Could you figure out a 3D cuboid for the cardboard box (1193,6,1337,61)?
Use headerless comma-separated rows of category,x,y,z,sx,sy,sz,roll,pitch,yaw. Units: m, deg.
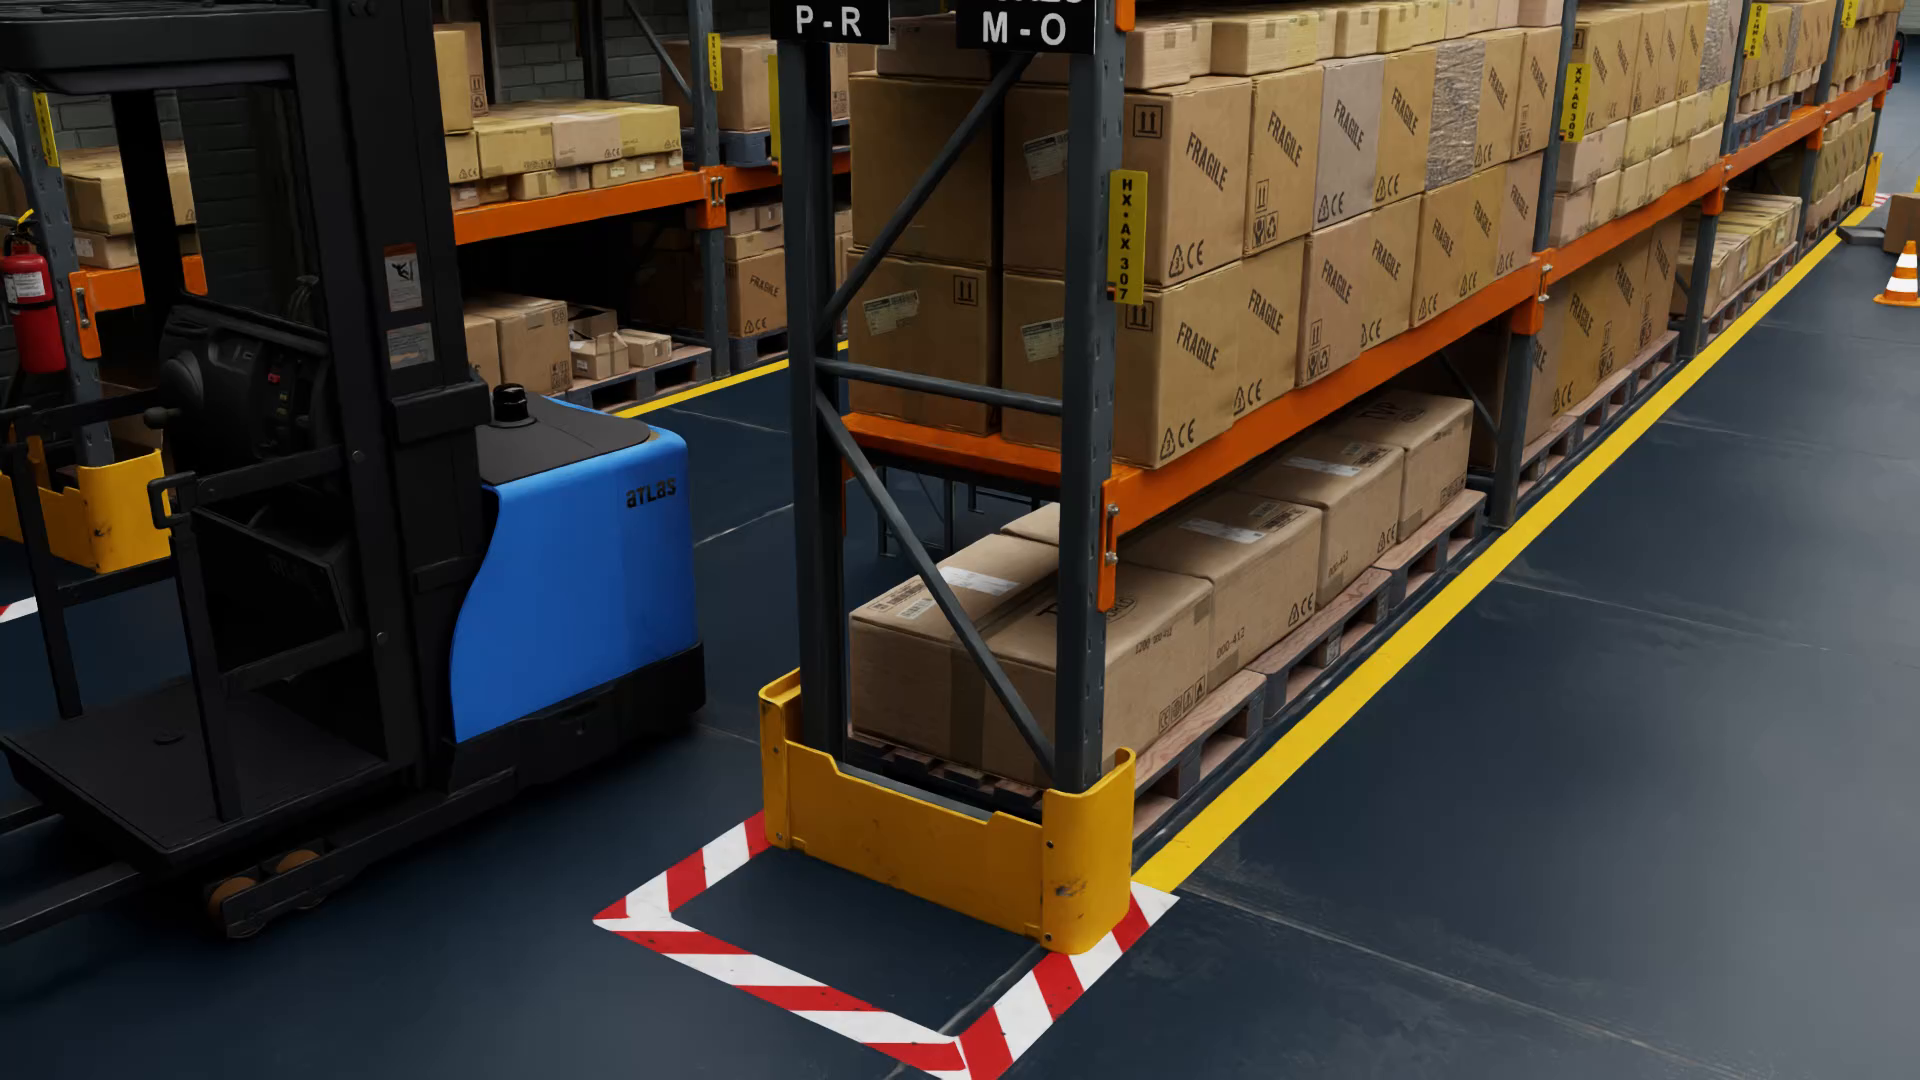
cardboard box,0.949,-1.584,5.204,0.380,0.149,0.250,14,24,32

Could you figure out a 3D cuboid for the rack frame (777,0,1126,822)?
rack frame,-0.046,-0.410,4.551,1.000,3.000,0.127,13,24,32

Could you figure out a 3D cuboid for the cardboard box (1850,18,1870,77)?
cardboard box,7.734,-4.402,14.769,0.500,0.500,0.500,13,24,31

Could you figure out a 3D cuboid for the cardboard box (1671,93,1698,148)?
cardboard box,3.833,-2.383,9.378,0.500,0.250,0.500,13,24,30

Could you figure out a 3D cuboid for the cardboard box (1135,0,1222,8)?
cardboard box,0.662,-1.749,5.650,0.380,0.149,0.250,14,24,33

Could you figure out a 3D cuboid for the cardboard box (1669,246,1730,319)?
cardboard box,4.777,-1.830,11.572,0.950,0.372,0.625,11,23,28

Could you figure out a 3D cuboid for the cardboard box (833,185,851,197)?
cardboard box,-0.889,-2.531,12.347,0.380,0.149,0.250,13,24,32

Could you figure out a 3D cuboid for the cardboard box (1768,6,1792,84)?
cardboard box,5.476,-3.478,11.665,0.500,0.500,0.500,14,24,33

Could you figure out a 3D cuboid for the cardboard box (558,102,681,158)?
cardboard box,-1.989,-2.401,9.718,0.500,0.250,0.500,14,24,33

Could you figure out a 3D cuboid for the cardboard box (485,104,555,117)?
cardboard box,-2.682,-2.360,9.608,0.500,0.250,0.500,13,24,31

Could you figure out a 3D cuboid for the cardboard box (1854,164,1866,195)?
cardboard box,8.703,-3.617,16.578,0.500,0.250,0.500,13,24,32

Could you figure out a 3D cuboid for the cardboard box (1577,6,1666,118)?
cardboard box,3.235,-2.439,8.449,0.500,0.500,0.500,13,24,31

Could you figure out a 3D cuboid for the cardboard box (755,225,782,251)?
cardboard box,-1.391,-1.999,10.909,0.380,0.149,0.250,13,24,30

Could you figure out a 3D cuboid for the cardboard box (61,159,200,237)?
cardboard box,-3.675,-1.524,7.349,0.500,0.250,0.500,13,24,32

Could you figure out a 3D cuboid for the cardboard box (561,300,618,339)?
cardboard box,-2.471,-1.317,10.273,0.500,0.311,0.500,14,25,34

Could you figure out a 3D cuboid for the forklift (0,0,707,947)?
forklift,-2.243,-0.443,4.738,1.130,2.935,3.031,16,26,37

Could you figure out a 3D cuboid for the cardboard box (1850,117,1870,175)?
cardboard box,8.423,-3.829,16.070,0.500,0.500,0.500,14,25,34

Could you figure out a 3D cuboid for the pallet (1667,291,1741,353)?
pallet,4.892,-1.622,11.845,1.003,0.211,1.213,13,24,32

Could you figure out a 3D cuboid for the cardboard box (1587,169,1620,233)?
cardboard box,2.958,-1.711,8.284,0.500,0.250,0.500,13,24,31

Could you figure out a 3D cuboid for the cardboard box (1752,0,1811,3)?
cardboard box,6.116,-4.081,12.361,0.380,0.149,0.250,12,24,30

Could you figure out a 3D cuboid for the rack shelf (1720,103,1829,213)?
rack shelf,5.576,-2.942,12.432,1.077,0.370,4.000,13,24,32

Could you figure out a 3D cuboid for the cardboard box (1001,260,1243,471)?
cardboard box,0.462,-0.539,4.754,0.500,0.500,0.500,13,24,31

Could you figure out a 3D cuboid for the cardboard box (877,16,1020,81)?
cardboard box,-0.010,-1.373,4.631,0.380,0.149,0.250,14,24,33

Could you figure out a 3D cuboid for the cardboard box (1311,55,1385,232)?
cardboard box,1.027,-1.307,5.390,0.500,0.500,0.500,13,24,31

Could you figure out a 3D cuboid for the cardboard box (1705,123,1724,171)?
cardboard box,4.382,-2.440,10.253,0.500,0.250,0.500,12,24,30

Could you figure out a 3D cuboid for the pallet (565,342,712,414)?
pallet,-2.291,-1.020,10.219,1.003,0.211,1.213,13,24,32

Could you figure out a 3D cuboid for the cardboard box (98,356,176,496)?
cardboard box,-3.731,-0.561,7.950,0.797,0.503,0.637,12,24,30

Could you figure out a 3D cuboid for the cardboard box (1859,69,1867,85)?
cardboard box,8.254,-4.354,15.573,0.380,0.149,0.250,13,24,31

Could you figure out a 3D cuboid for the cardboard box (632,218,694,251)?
cardboard box,-1.936,-2.016,10.953,0.380,0.149,0.250,12,24,30

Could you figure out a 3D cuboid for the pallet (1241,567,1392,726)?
pallet,1.026,0.304,6.638,1.003,0.211,1.213,13,24,32

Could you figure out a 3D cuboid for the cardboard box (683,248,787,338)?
cardboard box,-1.446,-1.645,10.885,0.500,0.500,0.500,15,25,34

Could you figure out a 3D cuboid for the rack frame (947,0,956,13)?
rack frame,0.344,-3.673,13.370,1.000,3.000,0.127,13,24,32

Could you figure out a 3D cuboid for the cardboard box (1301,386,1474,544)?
cardboard box,1.761,-0.394,7.595,0.875,0.438,0.875,13,24,31

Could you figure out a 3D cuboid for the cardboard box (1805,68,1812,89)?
cardboard box,6.361,-3.578,12.871,0.380,0.149,0.250,13,24,31

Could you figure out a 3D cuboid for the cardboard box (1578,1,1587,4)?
cardboard box,3.111,-2.694,9.139,0.500,0.500,0.500,14,24,33

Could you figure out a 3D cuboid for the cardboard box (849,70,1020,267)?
cardboard box,0.028,-1.111,4.859,0.500,0.500,0.500,14,25,34

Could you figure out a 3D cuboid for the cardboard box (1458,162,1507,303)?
cardboard box,1.869,-1.273,6.740,0.500,0.500,0.500,13,24,31

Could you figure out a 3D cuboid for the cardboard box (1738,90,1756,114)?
cardboard box,5.167,-2.986,11.271,0.380,0.149,0.250,12,23,28

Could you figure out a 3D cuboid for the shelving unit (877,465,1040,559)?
shelving unit,0.004,-0.705,7.510,0.431,1.500,0.755,13,24,32

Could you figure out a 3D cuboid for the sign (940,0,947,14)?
sign,-0.117,-4.323,13.460,0.100,0.325,0.005,13,24,32

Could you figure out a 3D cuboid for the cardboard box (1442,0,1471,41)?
cardboard box,1.668,-1.949,6.189,0.380,0.149,0.250,13,24,31

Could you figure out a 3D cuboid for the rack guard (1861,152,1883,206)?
rack guard,8.906,-3.807,17.336,1.175,0.500,0.348,13,24,32

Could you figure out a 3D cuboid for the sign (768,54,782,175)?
sign,-0.487,-1.174,4.606,0.100,0.325,0.005,13,24,32

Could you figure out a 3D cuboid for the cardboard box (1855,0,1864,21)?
cardboard box,7.127,-4.593,13.843,0.700,0.500,0.500,13,24,31

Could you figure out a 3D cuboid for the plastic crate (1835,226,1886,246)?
plastic crate,8.261,-2.775,15.151,0.402,0.080,0.583,5,21,13

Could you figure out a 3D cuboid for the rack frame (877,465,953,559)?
rack frame,-0.202,-0.600,7.226,0.400,1.500,0.023,13,24,32

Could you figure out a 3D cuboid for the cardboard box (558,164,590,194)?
cardboard box,-2.299,-2.038,9.314,0.380,0.149,0.250,14,24,33

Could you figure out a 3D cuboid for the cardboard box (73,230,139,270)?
cardboard box,-3.741,-1.300,7.319,0.380,0.149,0.250,13,24,31

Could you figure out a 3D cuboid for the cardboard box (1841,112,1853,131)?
cardboard box,7.811,-3.783,15.011,0.380,0.149,0.250,15,25,35

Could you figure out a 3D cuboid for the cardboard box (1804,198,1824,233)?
cardboard box,7.255,-2.877,14.578,0.500,0.250,0.500,12,23,29

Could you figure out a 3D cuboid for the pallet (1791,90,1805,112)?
pallet,6.150,-3.573,13.376,1.003,0.211,1.213,13,24,32
